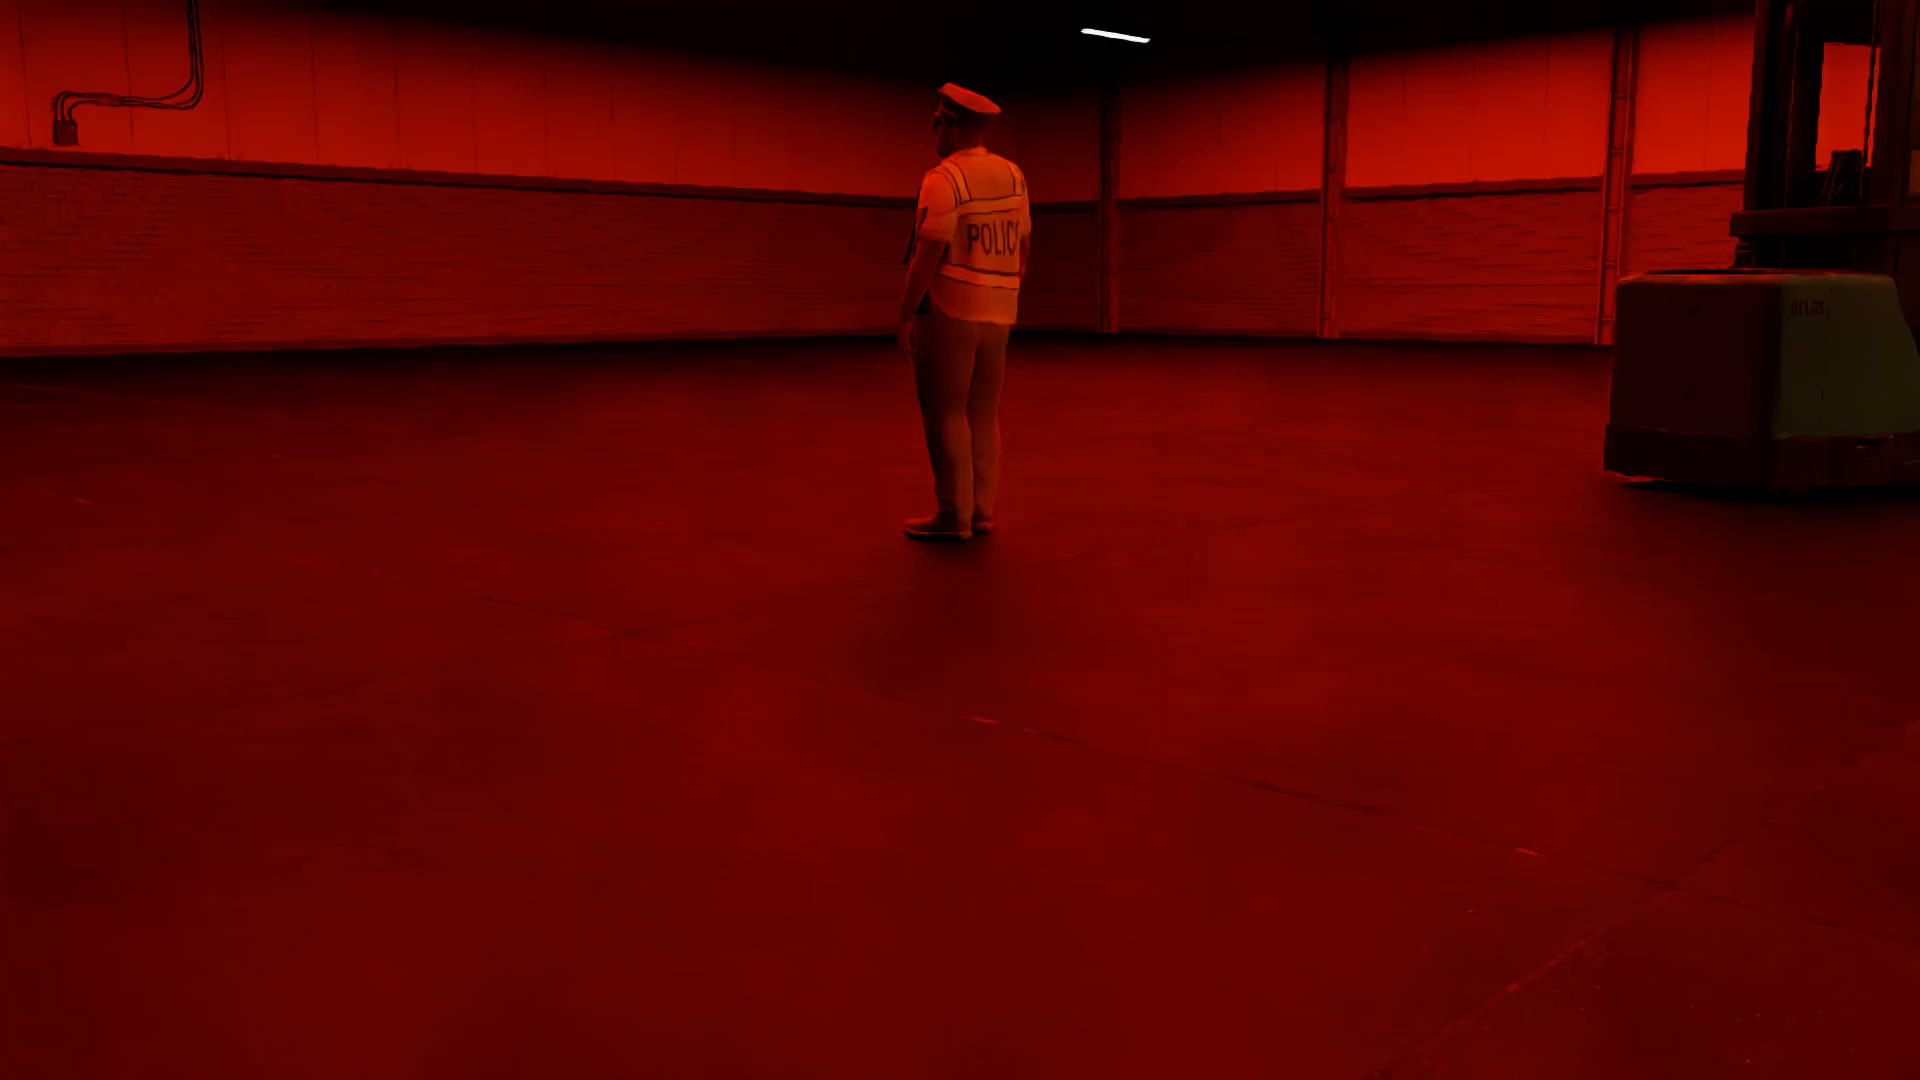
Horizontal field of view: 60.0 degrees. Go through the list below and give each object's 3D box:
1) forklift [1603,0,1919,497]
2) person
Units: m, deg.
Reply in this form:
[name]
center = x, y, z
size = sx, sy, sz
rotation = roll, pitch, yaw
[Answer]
[forklift]
center = 4.919, -1.771, 8.636
size = 3.031, 2.935, 1.130
rotation = -4, 9, -23
[person]
center = -0.048, -0.898, 6.645
size = 0.574, 1.781, 0.640
rotation = 8, 12, 43
